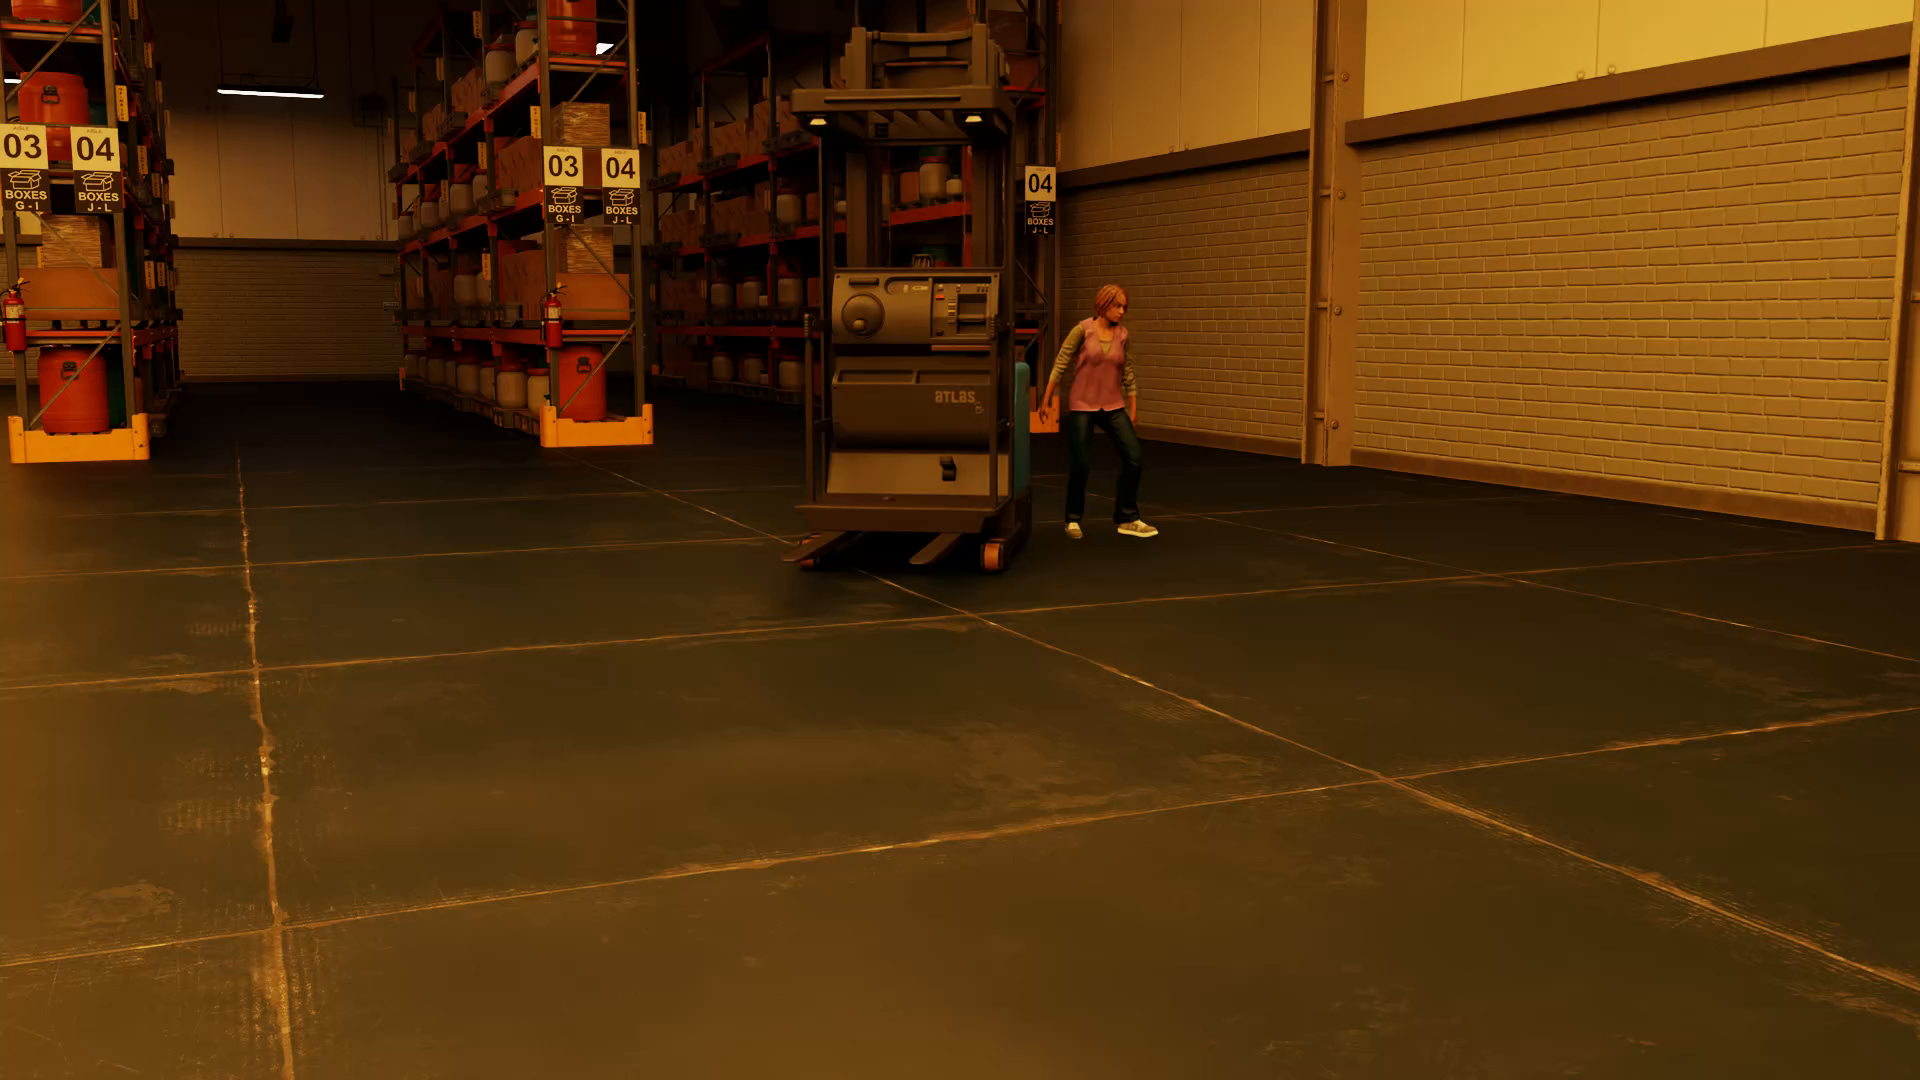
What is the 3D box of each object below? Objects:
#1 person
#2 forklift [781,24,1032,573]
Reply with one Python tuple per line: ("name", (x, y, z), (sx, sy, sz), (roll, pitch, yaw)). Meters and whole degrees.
("person", (0.851, -0.778, 10.237), (0.730, 1.563, 0.405), (-1, 8, -10))
("forklift", (-0.274, -1.325, 8.990), (1.130, 2.935, 3.031), (1, 8, 8))
